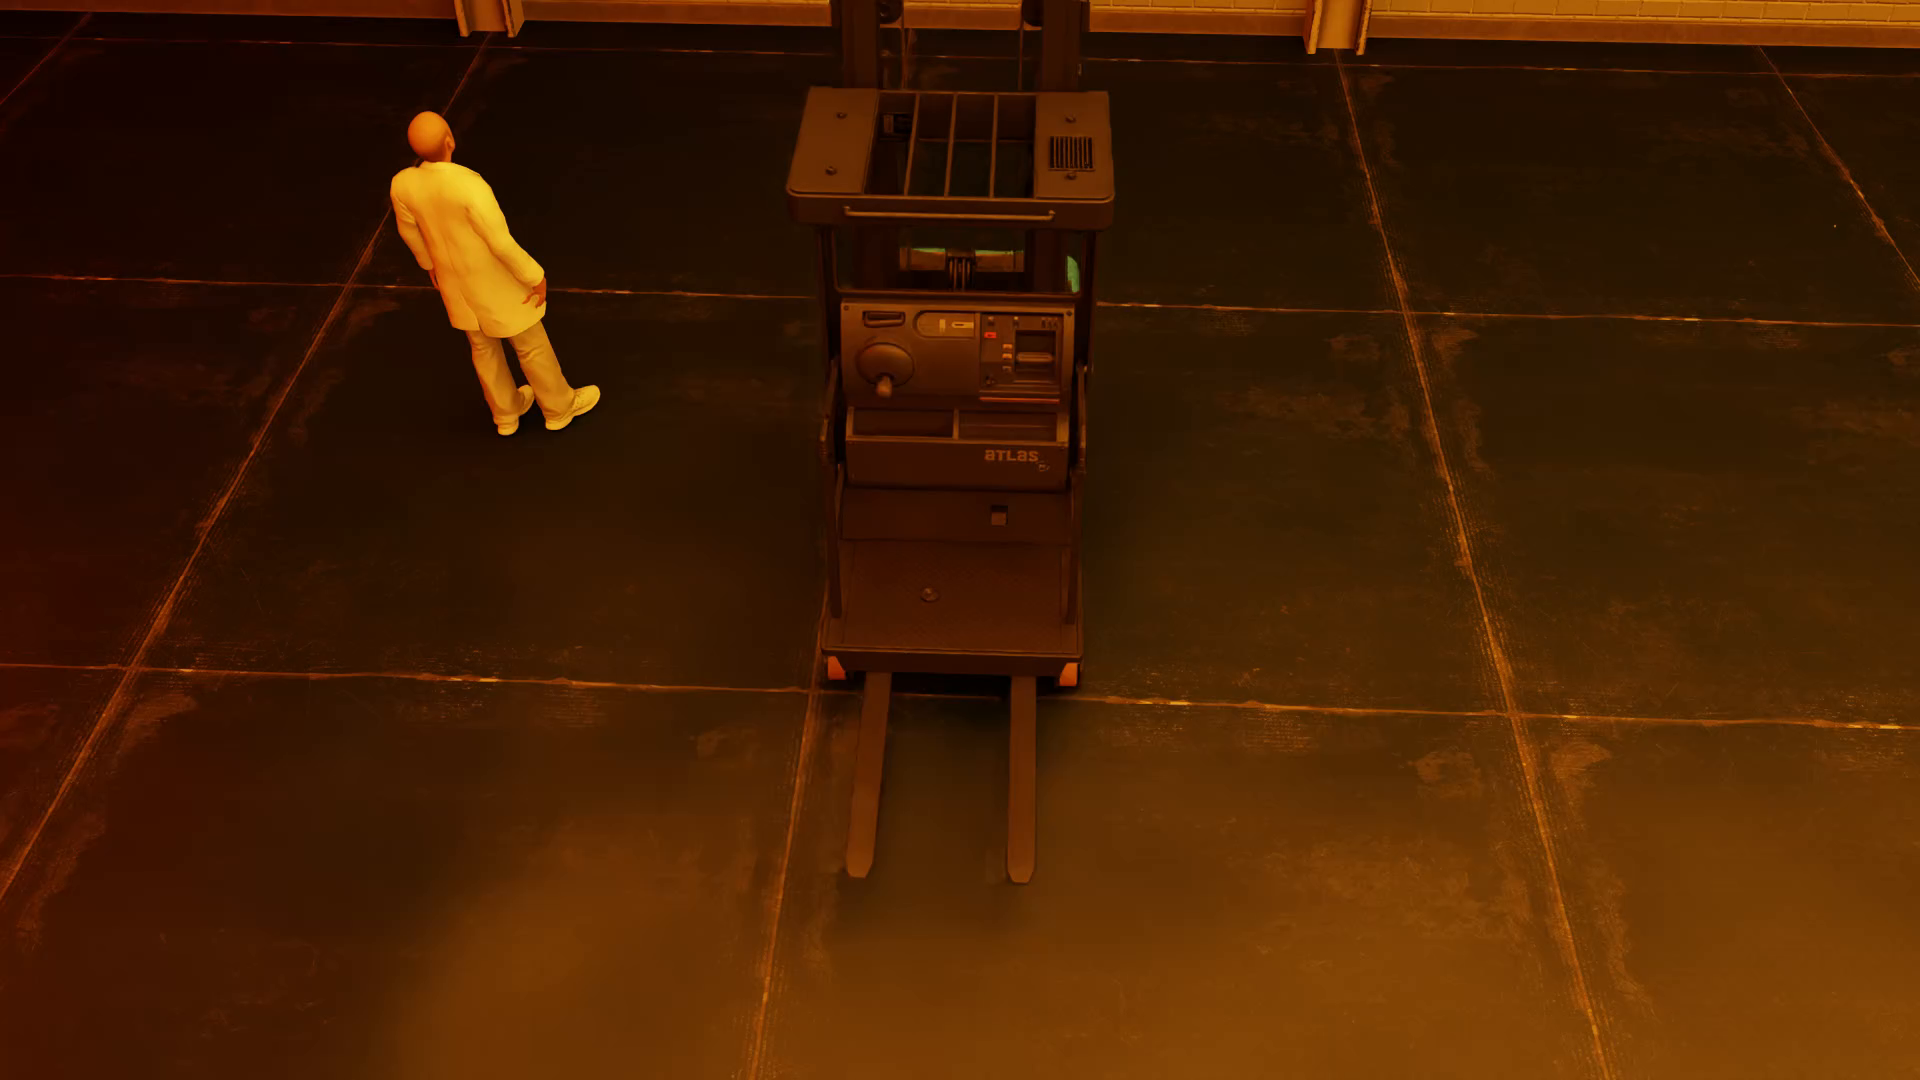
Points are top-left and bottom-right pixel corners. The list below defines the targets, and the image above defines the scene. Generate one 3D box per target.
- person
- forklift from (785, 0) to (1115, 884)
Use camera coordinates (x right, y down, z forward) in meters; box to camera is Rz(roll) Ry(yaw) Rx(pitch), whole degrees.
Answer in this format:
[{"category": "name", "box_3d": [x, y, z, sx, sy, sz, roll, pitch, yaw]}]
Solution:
[{"category": "person", "box_3d": [-2.262, -1.306, 8.018, 0.696, 1.777, 0.582, 14, 44, 15]}, {"category": "forklift", "box_3d": [-0.018, -0.670, 6.476, 1.130, 2.935, 3.031, 2, 42, 2]}]
